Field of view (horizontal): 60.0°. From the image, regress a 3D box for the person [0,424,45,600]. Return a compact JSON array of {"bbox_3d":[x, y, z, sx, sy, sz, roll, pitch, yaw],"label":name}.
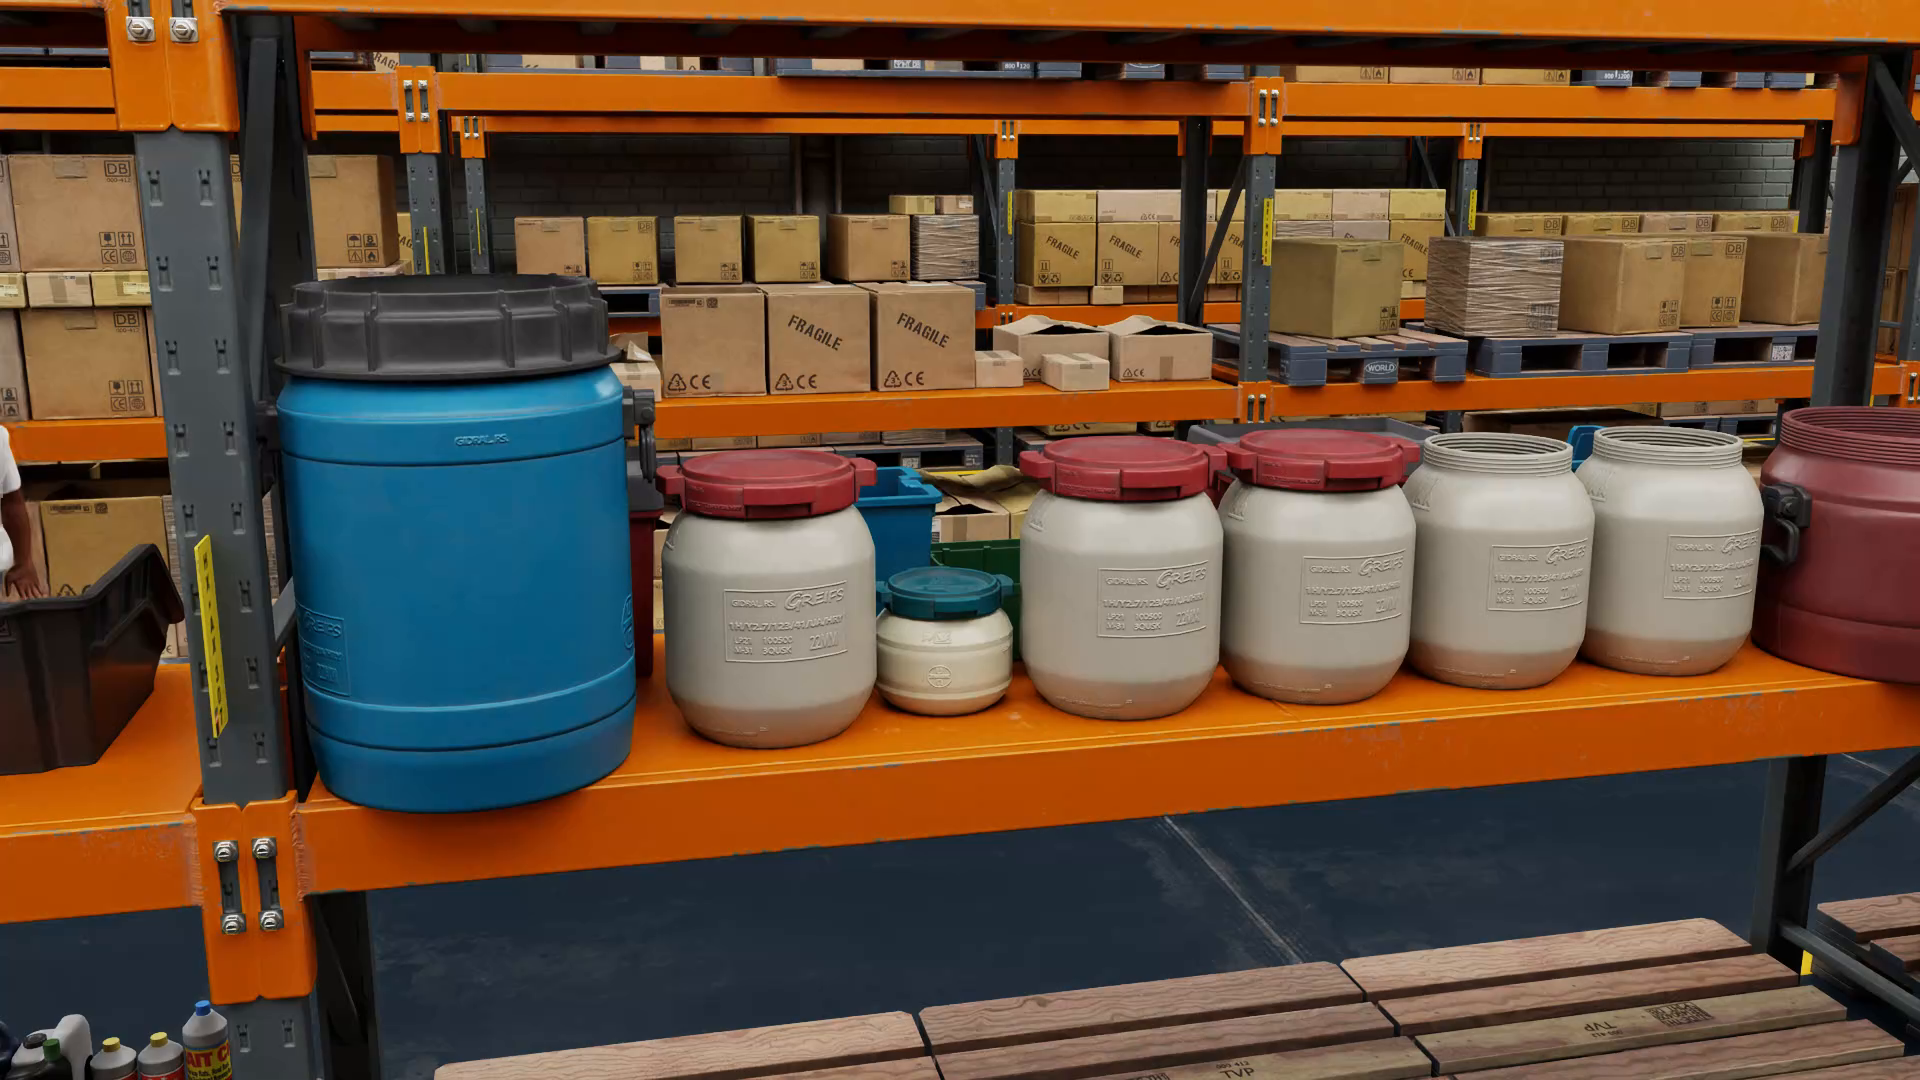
[{"bbox_3d":[-3.937,0.113,6.339,1.004,1.709,0.566,-2,13,-10],"label":"person"}]
